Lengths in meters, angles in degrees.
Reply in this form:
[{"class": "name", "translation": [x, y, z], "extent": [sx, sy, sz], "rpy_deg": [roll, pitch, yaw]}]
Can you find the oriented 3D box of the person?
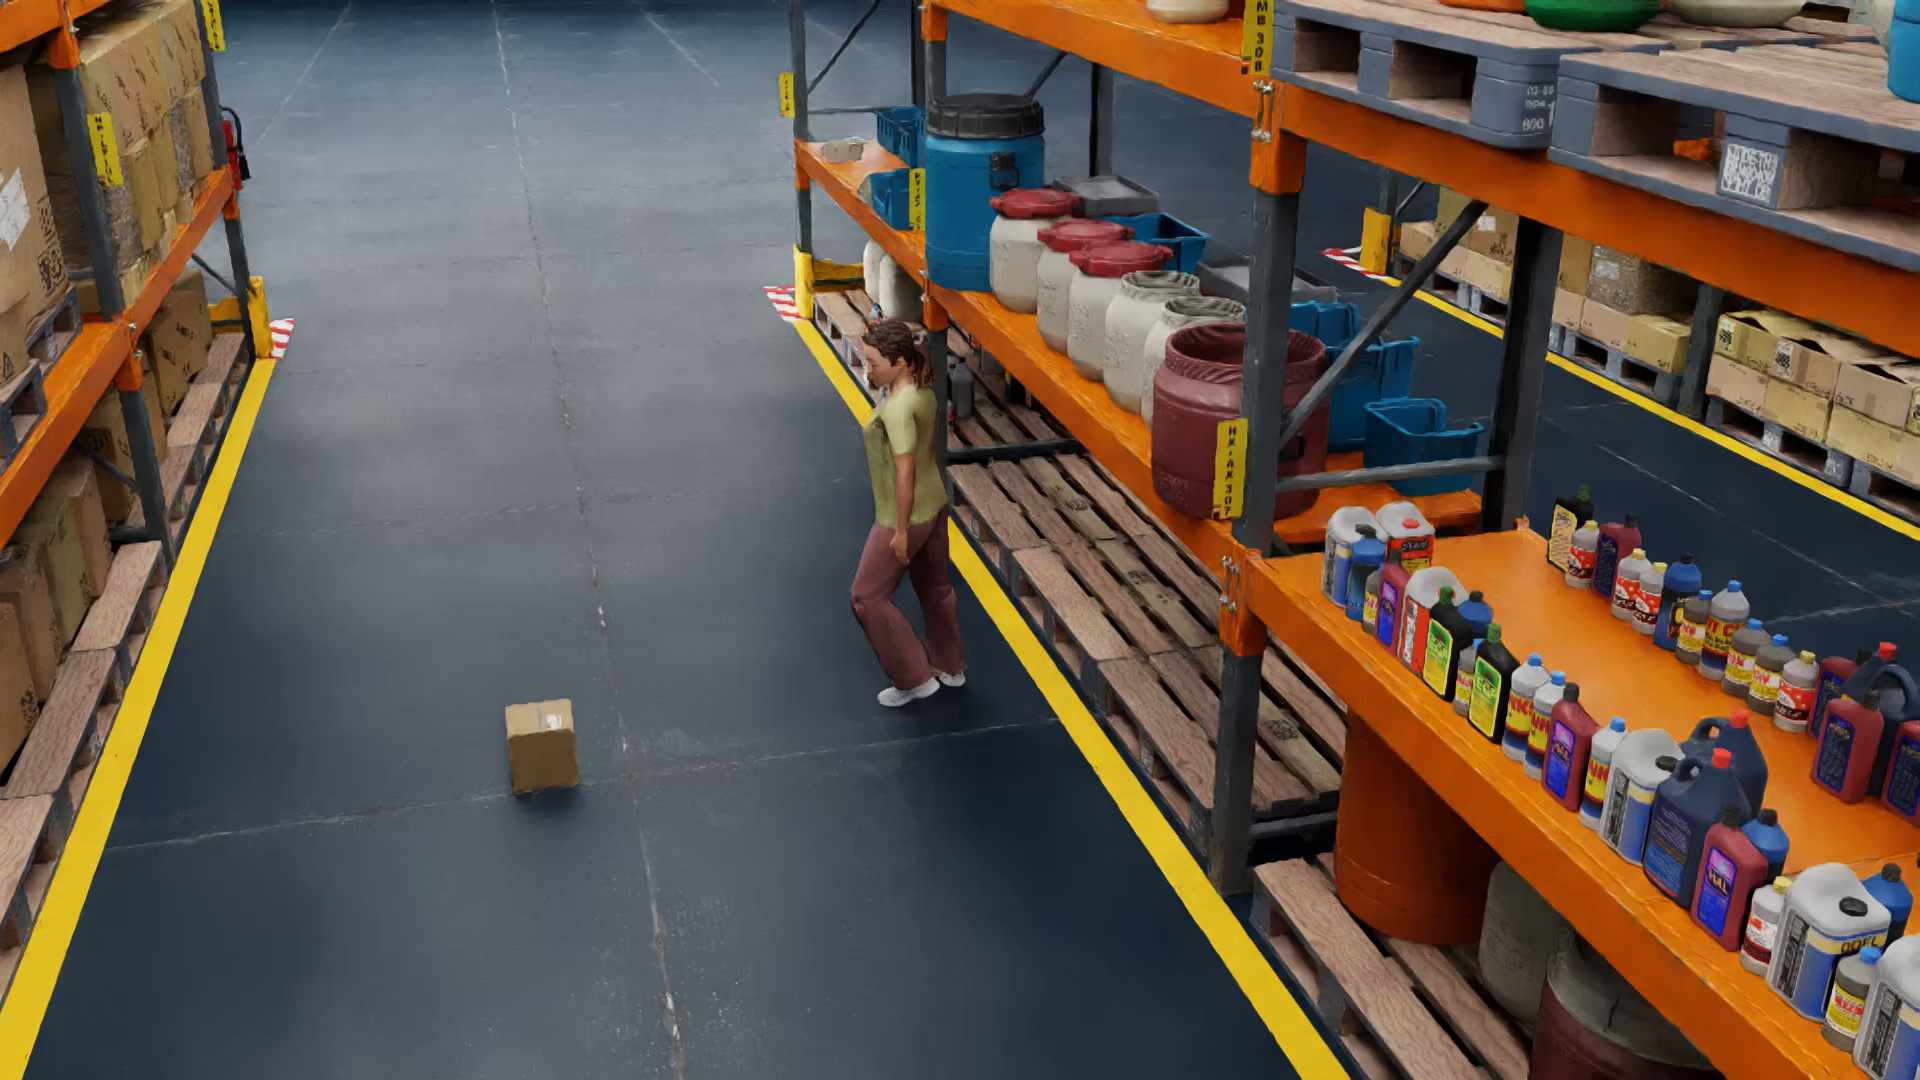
[{"class": "person", "translation": [-0.201, 0.015, 6.867], "extent": [0.383, 1.435, 0.572], "rpy_deg": [9, 25, 20]}]
